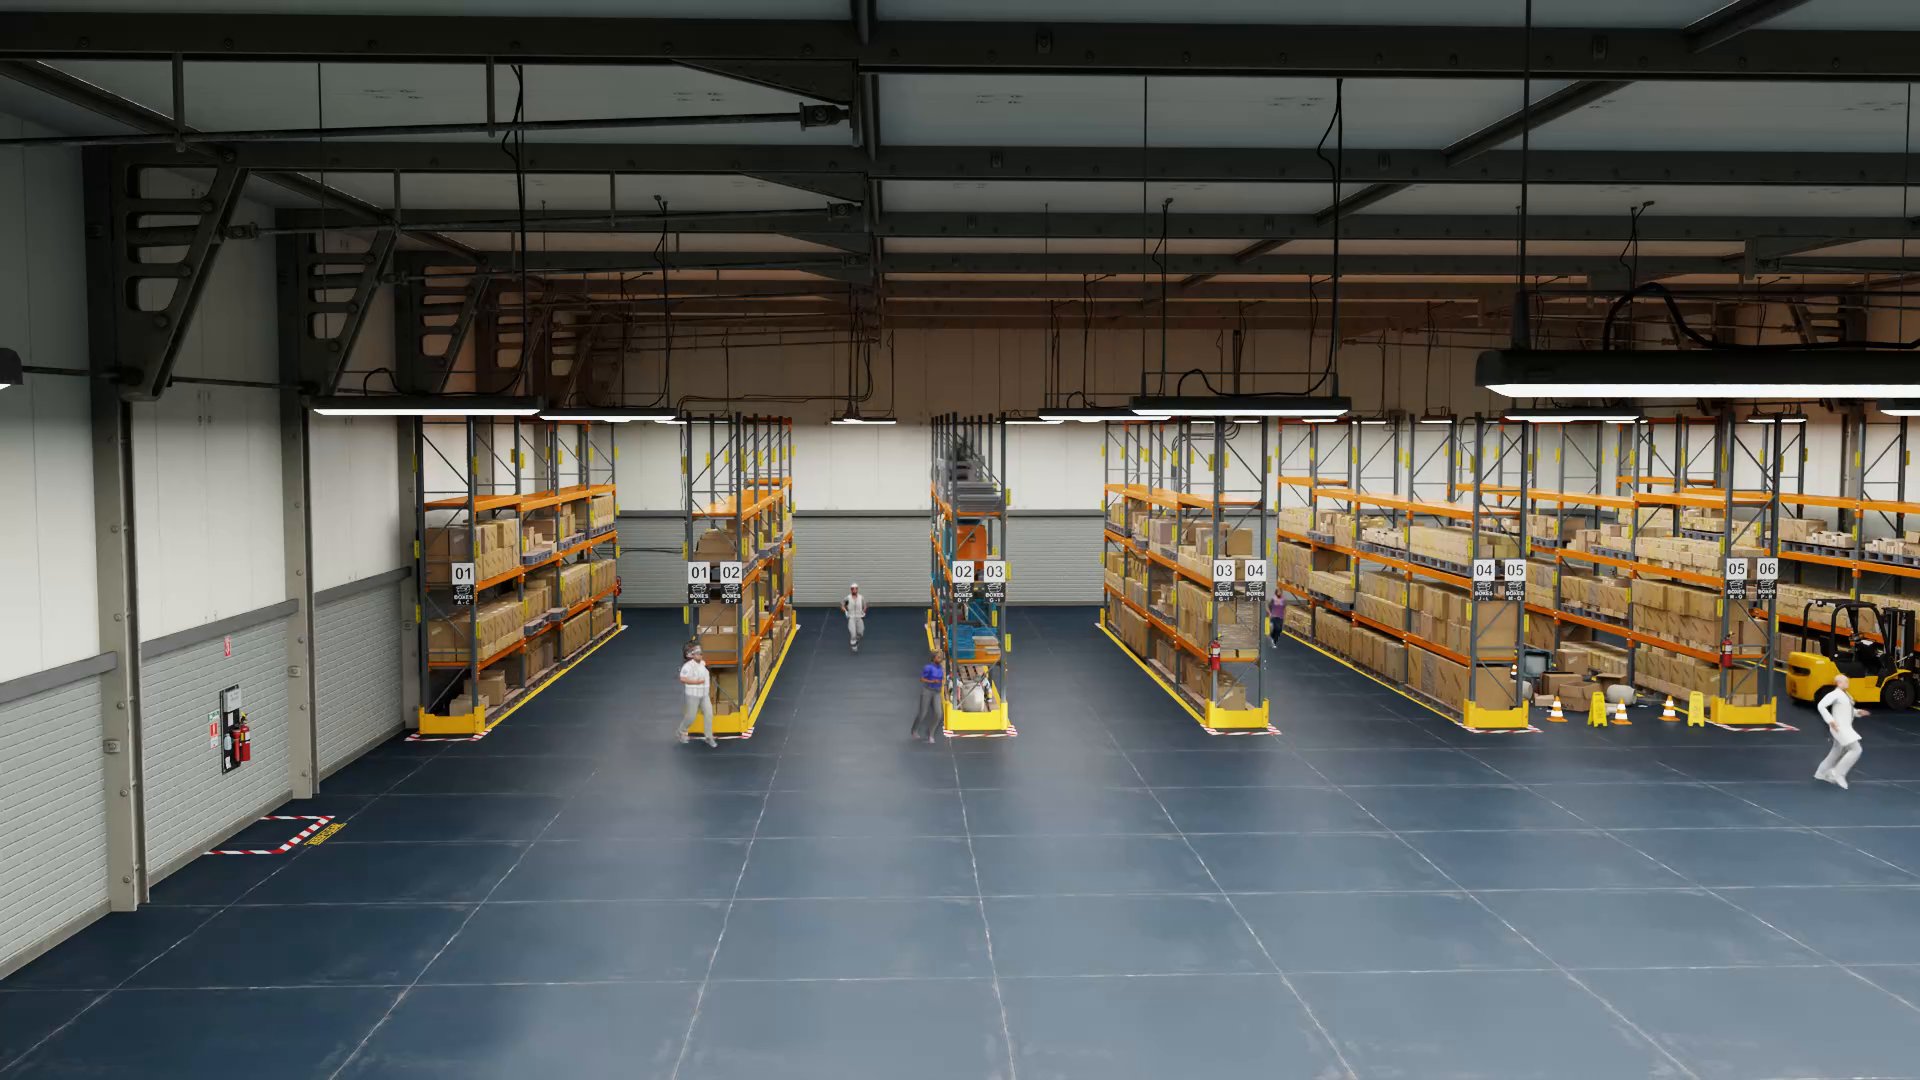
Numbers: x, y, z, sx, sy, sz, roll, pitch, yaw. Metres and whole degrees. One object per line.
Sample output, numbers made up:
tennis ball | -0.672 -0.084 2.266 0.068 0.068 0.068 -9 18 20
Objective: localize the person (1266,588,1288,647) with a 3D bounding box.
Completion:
person | 8.203 2.013 42.956 0.533 1.556 0.619 -1 4 -9

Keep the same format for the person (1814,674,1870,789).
person | 14.037 3.040 26.451 0.768 1.800 0.673 3 5 37

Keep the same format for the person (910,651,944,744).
person | -0.508 2.865 30.304 0.610 1.664 0.704 -2 5 -33

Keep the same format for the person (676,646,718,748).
person | -4.718 2.792 29.825 0.861 1.812 0.667 3 5 42

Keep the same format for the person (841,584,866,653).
person | -2.681 1.981 42.231 0.653 1.736 0.621 -1 4 -13
